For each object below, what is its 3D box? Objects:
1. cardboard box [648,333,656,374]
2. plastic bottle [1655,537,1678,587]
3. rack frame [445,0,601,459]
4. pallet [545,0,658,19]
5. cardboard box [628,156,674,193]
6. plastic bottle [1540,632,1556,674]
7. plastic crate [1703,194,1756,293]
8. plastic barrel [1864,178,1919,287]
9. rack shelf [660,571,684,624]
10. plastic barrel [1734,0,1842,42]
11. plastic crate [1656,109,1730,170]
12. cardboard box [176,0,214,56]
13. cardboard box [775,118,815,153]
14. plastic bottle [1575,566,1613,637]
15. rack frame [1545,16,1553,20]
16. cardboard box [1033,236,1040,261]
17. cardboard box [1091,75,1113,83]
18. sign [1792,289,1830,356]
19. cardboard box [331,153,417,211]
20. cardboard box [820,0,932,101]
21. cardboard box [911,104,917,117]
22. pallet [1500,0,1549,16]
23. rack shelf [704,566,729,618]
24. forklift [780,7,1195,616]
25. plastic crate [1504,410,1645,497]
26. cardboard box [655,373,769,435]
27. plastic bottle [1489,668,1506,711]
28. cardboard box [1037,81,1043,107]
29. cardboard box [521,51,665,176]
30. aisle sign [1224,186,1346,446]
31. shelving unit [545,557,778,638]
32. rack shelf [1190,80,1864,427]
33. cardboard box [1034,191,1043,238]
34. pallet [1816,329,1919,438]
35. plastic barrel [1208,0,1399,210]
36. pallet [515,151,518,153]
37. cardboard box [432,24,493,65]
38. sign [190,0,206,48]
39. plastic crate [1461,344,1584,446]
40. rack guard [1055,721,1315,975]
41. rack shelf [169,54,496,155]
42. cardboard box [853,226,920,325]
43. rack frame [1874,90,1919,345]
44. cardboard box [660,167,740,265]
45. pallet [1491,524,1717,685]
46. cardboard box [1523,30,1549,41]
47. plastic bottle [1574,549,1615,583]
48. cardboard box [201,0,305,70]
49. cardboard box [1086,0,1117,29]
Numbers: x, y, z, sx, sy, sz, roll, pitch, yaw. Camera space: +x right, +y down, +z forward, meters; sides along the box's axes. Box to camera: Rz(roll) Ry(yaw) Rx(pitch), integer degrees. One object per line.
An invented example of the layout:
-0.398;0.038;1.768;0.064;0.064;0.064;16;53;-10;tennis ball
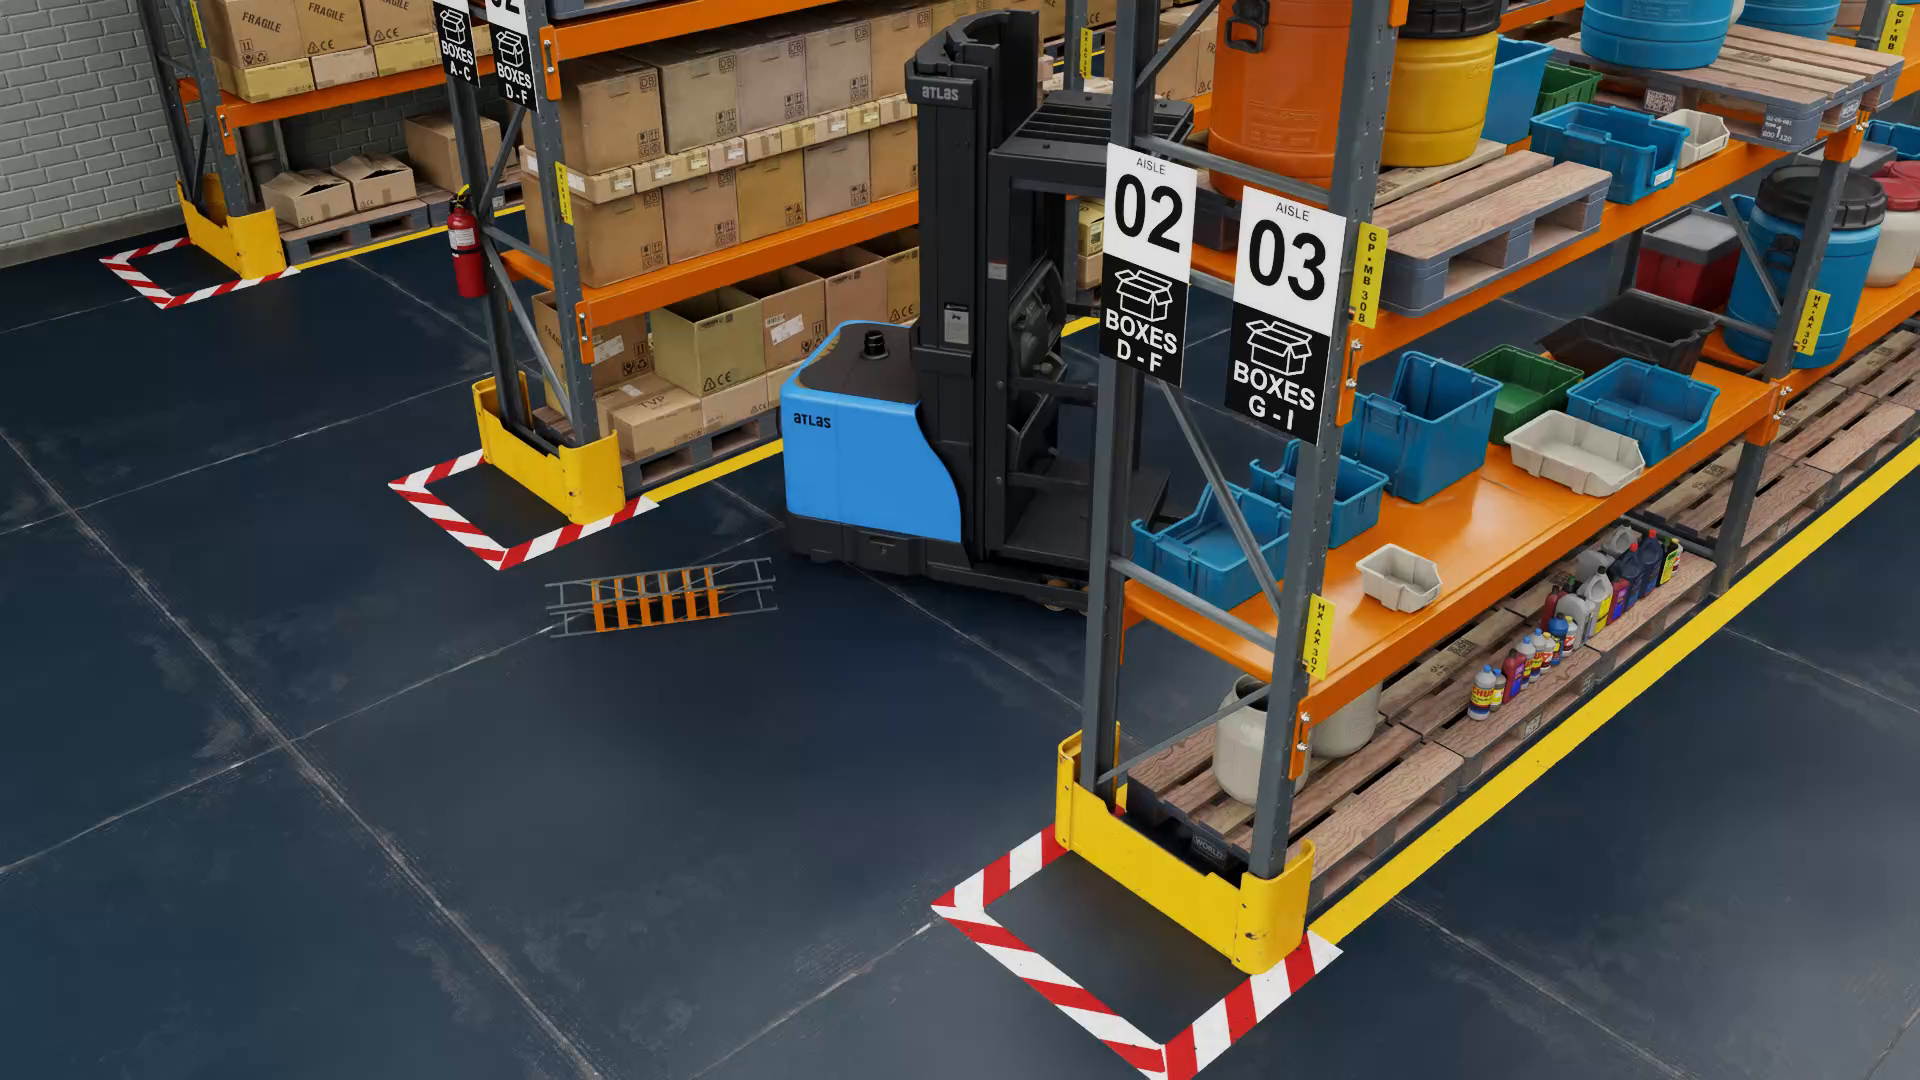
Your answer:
-1.918;-1.137;10.801;0.500;0.250;0.500;-26;40;-35;cardboard box
3.701;0.100;8.728;0.133;0.283;0.061;-24;39;-33;plastic bottle
-2.469;-1.645;9.400;0.127;3.000;1.000;-26;40;-35;rack frame
-1.933;-3.128;9.034;1.213;0.211;1.003;-26;40;-35;pallet
-1.843;-2.116;9.452;0.250;0.149;0.380;-27;41;-37;cardboard box
2.835;0.541;8.085;0.097;0.201;0.097;0;31;0;plastic bottle
4.426;-1.671;9.458;0.575;0.384;0.392;-26;40;-35;plastic crate
5.218;-1.742;9.427;0.433;0.535;0.433;0;31;0;plastic barrel
-1.550;0.300;8.908;0.103;0.180;0.258;-7;32;-11;rack shelf
4.054;-2.925;8.137;0.708;0.901;0.600;-26;40;-35;plastic barrel
2.927;-1.611;6.721;0.396;0.136;0.243;-26;40;-35;plastic crate
-5.639;-4.052;12.741;0.500;0.500;0.500;-26;40;-36;cardboard box
-1.092;-2.479;10.046;0.250;0.149;0.380;-26;40;-36;cardboard box
3.175;0.296;8.343;0.185;0.351;0.144;-26;40;-36;plastic bottle
6.330;-5.902;16.361;0.127;3.000;1.000;-26;40;-35;rack frame
0.571;-2.328;12.750;0.500;0.250;0.500;-26;40;-36;cardboard box
0.984;-3.389;12.380;0.258;0.266;0.396;-27;40;-37;cardboard box
4.195;-1.072;8.196;0.005;0.325;0.100;-26;40;-35;sign
-4.853;-2.993;13.759;0.500;0.311;0.500;-22;38;-32;cardboard box
-0.594;-3.143;10.510;0.500;0.500;0.700;-26;40;-35;cardboard box
-0.337;-2.845;10.644;0.250;0.149;0.380;-26;40;-36;cardboard box
4.820;-5.093;15.221;1.213;0.211;1.003;-26;40;-35;pallet
-1.316;0.272;8.954;0.103;0.180;0.258;-7;32;-11;rack shelf
0.592;-1.150;8.655;3.031;2.935;1.130;10;33;15;forklift
2.811;-0.383;7.588;0.437;0.136;0.530;-26;40;-35;plastic crate
-1.561;-0.935;10.472;0.500;0.250;0.500;-26;40;-35;cardboard box
2.513;0.696;7.831;0.097;0.201;0.097;0;31;0;plastic bottle
0.143;-2.947;11.433;0.500;0.500;0.700;-27;41;-37;cardboard box
-2.079;-2.421;9.329;0.500;0.500;0.700;-26;40;-35;cardboard box
1.042;-0.721;5.396;0.004;0.787;0.394;-26;40;-35;aisle sign
-1.593;0.305;8.899;1.200;0.189;0.258;-7;32;-11;shelving unit
2.363;-1.431;6.864;4.000;0.370;1.077;-26;40;-35;rack shelf
0.566;-2.563;12.596;0.500;0.311;0.500;-26;40;-35;cardboard box
6.168;-1.137;11.242;1.213;0.211;1.003;-26;40;-35;pallet
1.166;-1.612;5.656;0.708;0.830;0.600;-26;40;-35;plastic barrel
-3.375;-3.516;15.133;1.213;0.211;1.003;-26;40;-35;pallet
-4.145;-4.082;13.509;0.500;0.250;0.500;-25;40;-35;cardboard box
-5.471;-3.701;11.932;0.005;0.325;0.100;-26;40;-35;sign
2.642;-0.704;8.064;0.662;0.188;0.450;-26;40;-35;plastic crate
0.920;1.272;7.025;0.348;0.500;1.175;-26;40;-35;rack guard
-4.373;-3.942;13.845;4.000;0.370;1.077;-26;40;-35;rack shelf
-0.466;-1.790;11.151;0.500;0.500;0.500;-26;40;-35;cardboard box
6.762;-2.587;10.939;0.127;3.000;1.000;-26;40;-35;rack frame
-1.736;-2.037;9.944;0.500;0.500;0.700;-25;39;-34;cardboard box
3.308;0.244;8.983;1.213;0.211;1.003;-26;40;-35;pallet
5.426;-4.751;16.454;0.500;0.500;0.500;-25;39;-35;cardboard box
3.293;0.165;8.628;0.135;0.276;0.152;-26;40;-35;plastic bottle
-5.286;-3.858;12.424;0.500;0.500;0.500;-26;40;-35;cardboard box
1.301;-6.158;18.437;0.750;0.750;0.750;-26;40;-36;cardboard box
